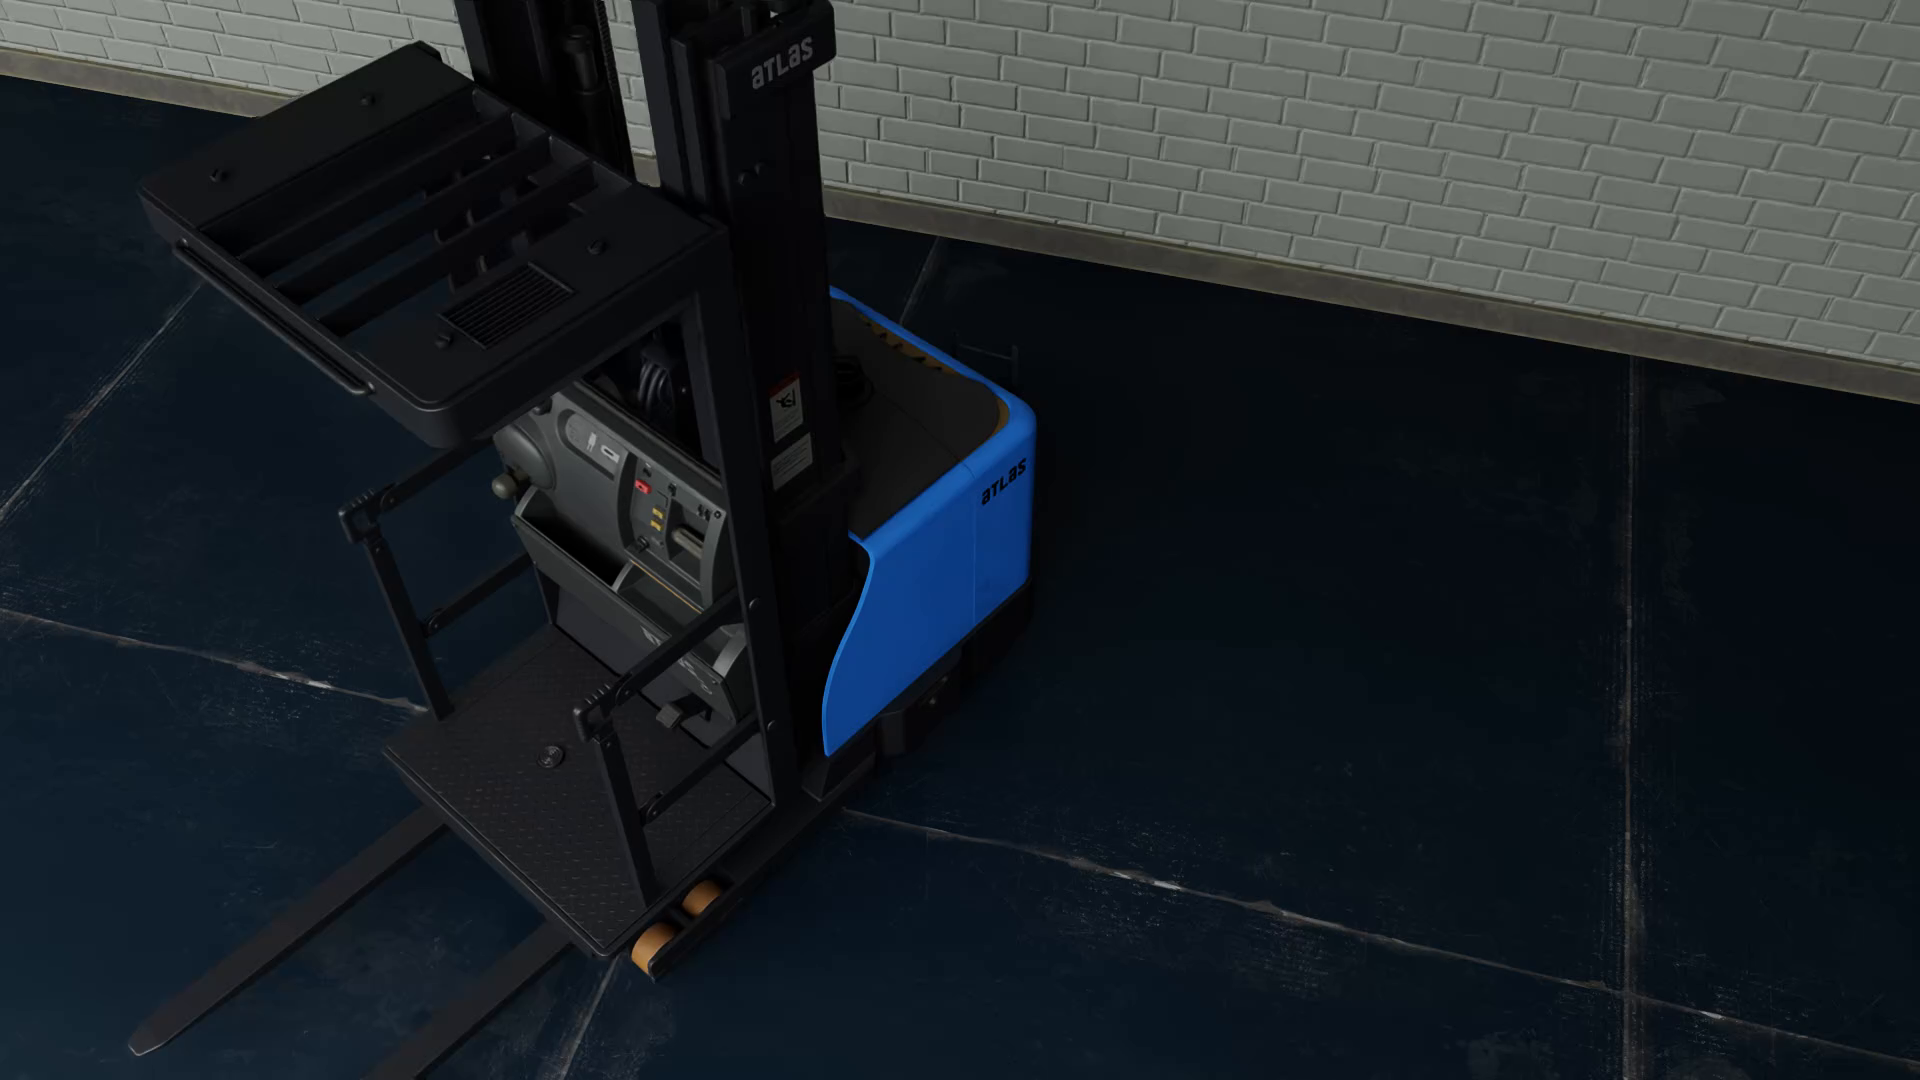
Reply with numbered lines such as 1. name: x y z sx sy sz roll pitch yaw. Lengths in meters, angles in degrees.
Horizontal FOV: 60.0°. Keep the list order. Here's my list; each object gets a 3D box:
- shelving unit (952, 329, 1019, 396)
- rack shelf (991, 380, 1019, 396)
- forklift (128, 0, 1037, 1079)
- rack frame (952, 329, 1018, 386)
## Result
1. shelving unit: 0.046 -0.319 5.931 0.258 0.900 0.210 17 51 14
2. rack shelf: 0.047 -0.475 5.753 0.258 0.077 0.200 17 51 14
3. forklift: -1.098 -0.081 4.366 1.130 2.935 3.031 34 57 26
4. rack frame: 0.084 -0.389 5.993 0.240 0.900 0.006 17 51 14
